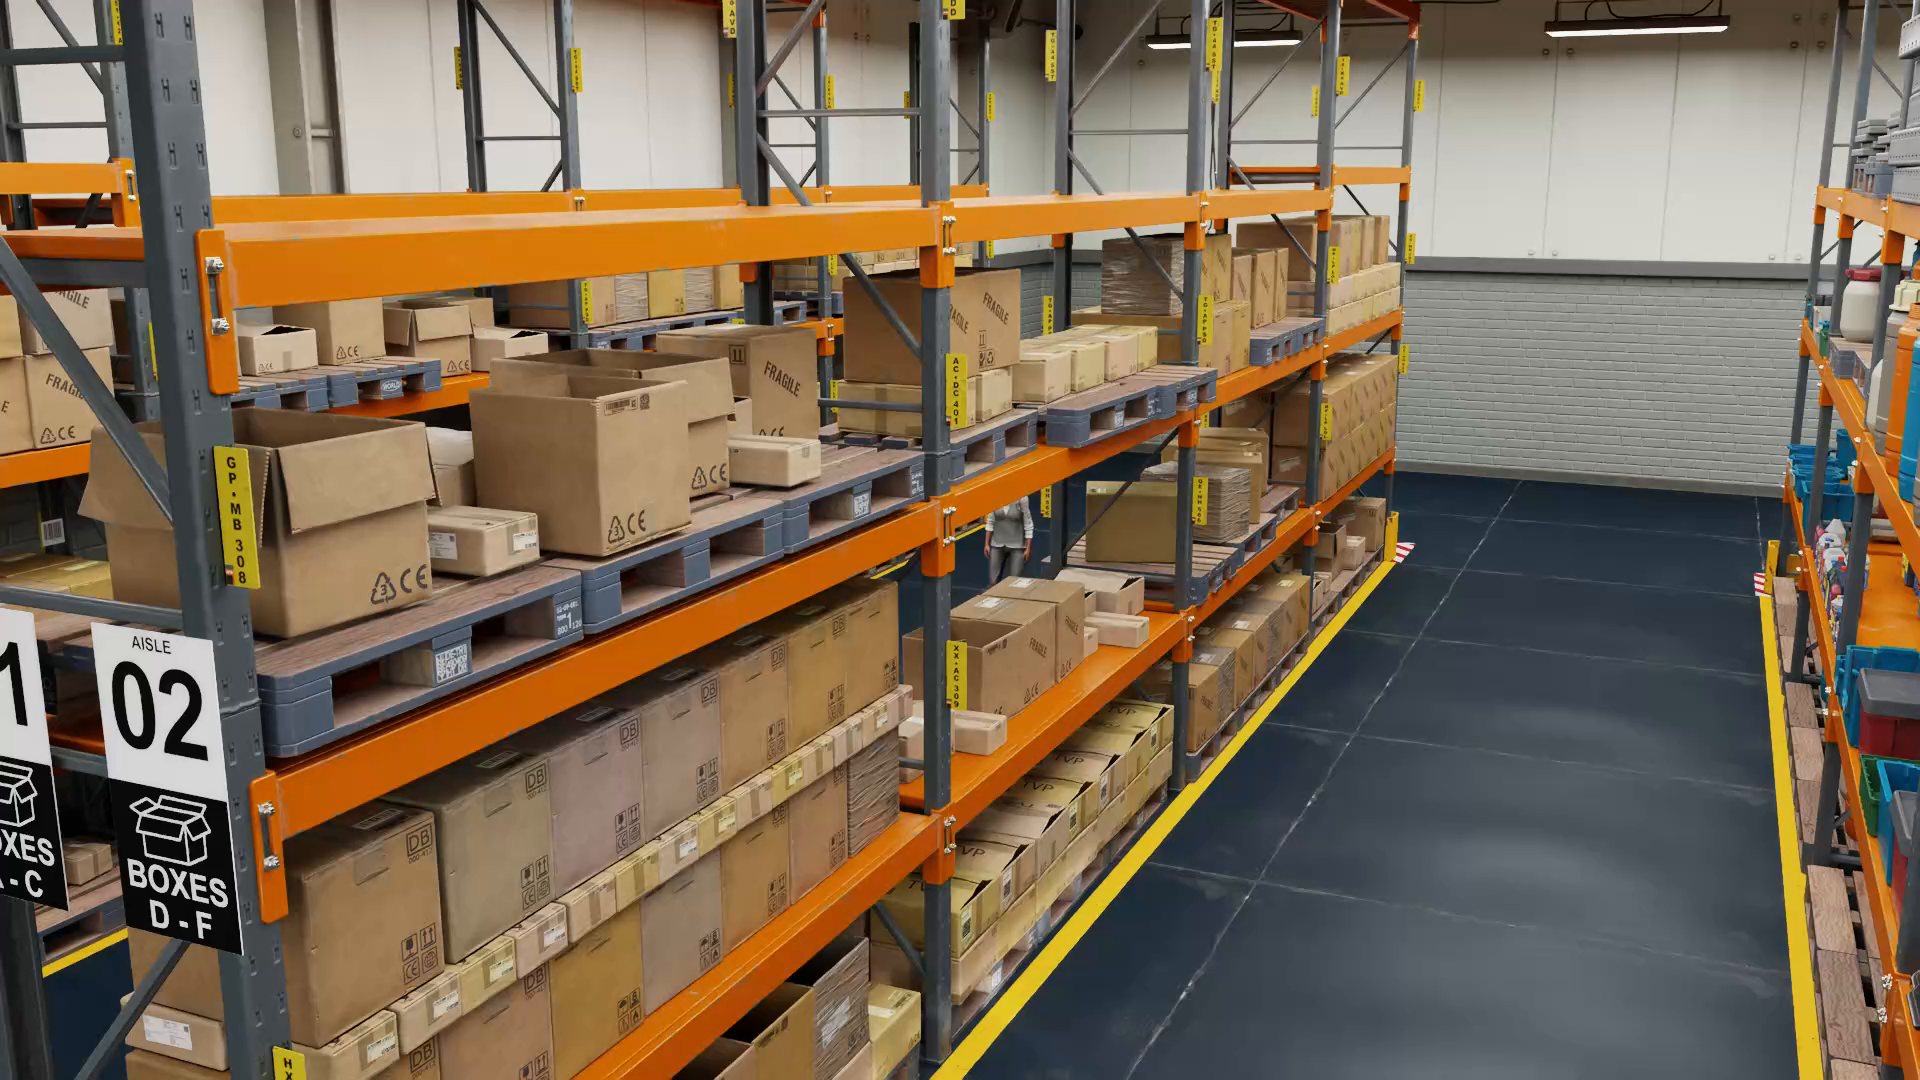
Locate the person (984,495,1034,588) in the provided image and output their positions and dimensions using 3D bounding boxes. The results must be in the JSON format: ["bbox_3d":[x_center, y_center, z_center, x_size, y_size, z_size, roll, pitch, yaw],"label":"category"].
[{"bbox_3d":[0.449,0.086,15.607,0.484,1.593,0.346,5,13,20],"label":"person"}]
